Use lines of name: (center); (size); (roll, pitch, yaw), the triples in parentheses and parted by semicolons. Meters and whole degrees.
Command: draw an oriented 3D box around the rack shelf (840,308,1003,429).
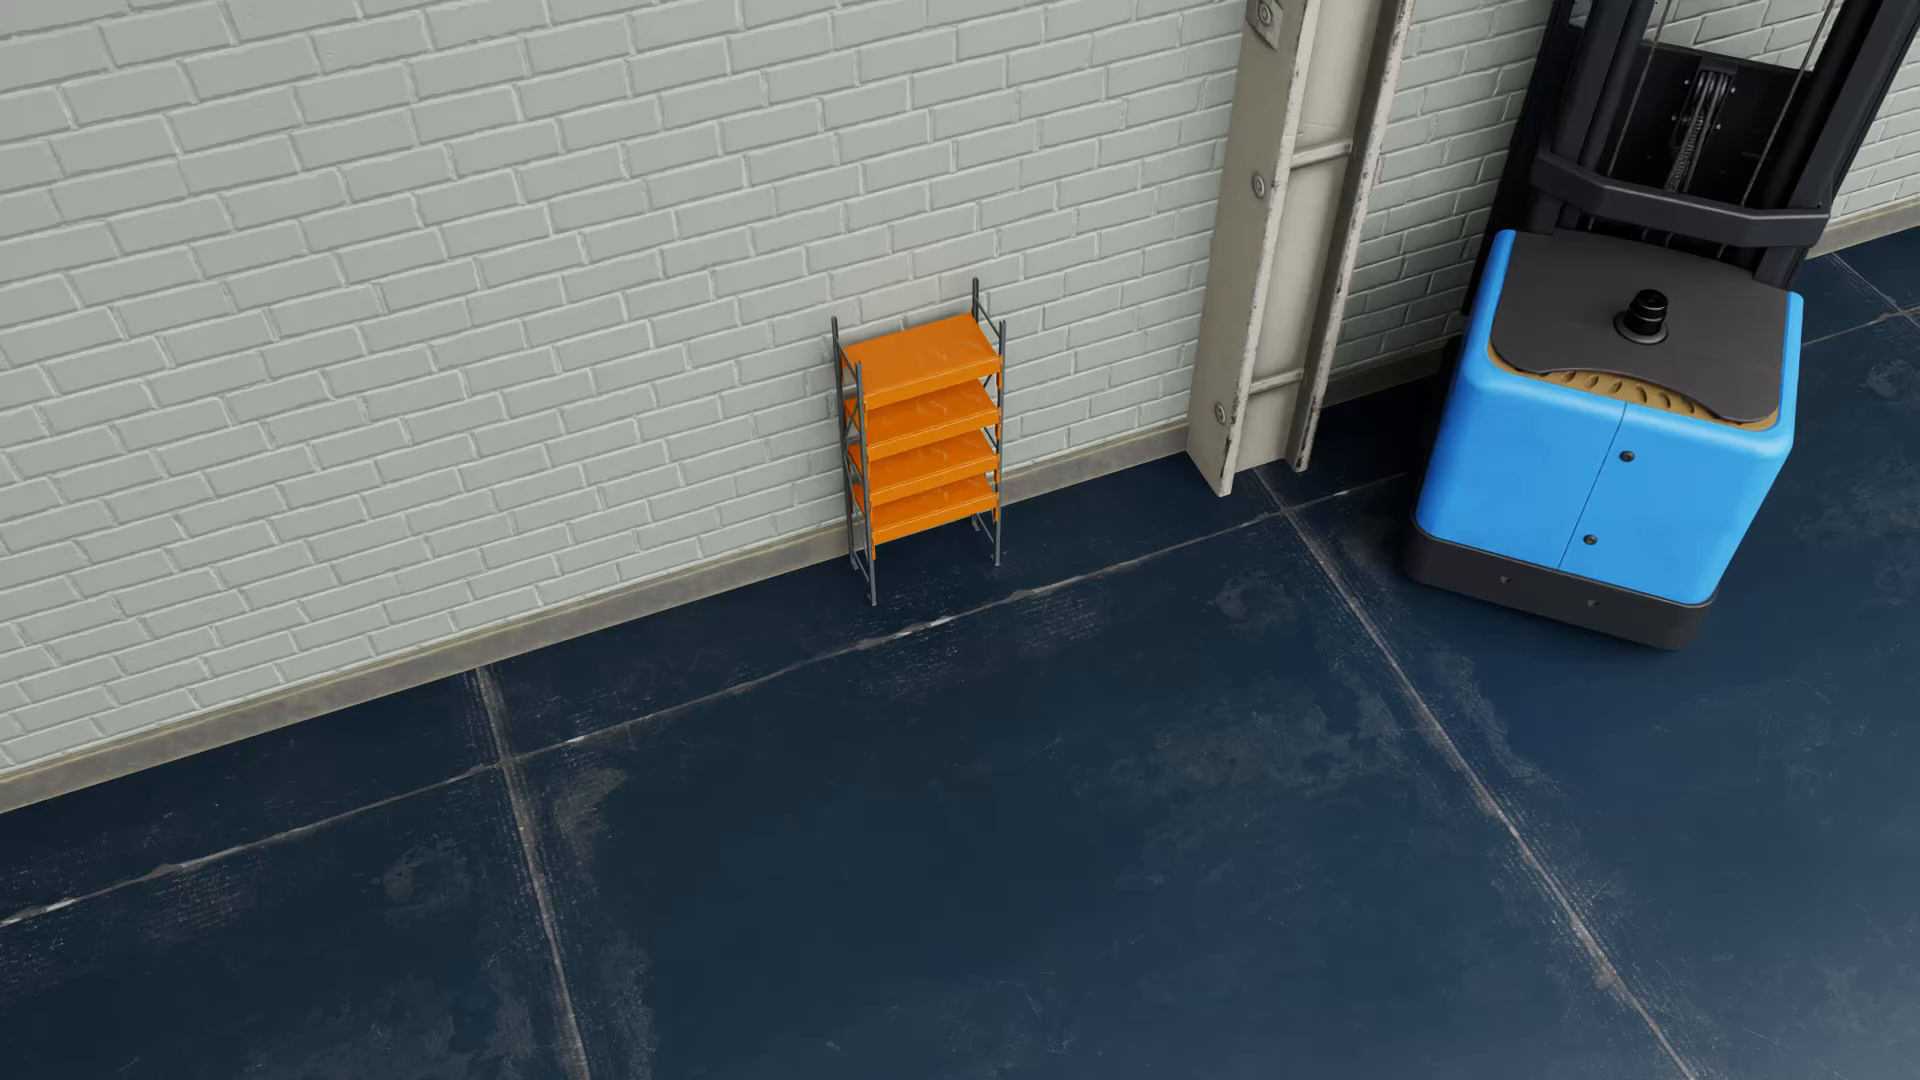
rack shelf: (-0.132, -0.563, 5.424); (0.480, 0.148, 0.258); (-18, 52, -15)

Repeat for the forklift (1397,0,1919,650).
forklift: (2.598, -1.715, 5.791); (1.130, 2.935, 3.031); (16, 51, 13)

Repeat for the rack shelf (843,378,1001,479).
rack shelf: (-0.132, -0.409, 5.604); (0.480, 0.148, 0.258); (-18, 52, -15)

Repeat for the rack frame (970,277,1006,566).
rack frame: (0.093, -0.378, 5.784); (0.015, 1.200, 0.240); (-18, 52, -15)

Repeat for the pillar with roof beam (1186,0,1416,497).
pillar with roof beam: (2.747, -0.238, 0.523); (0.400, 9.000, 9.100); (-17, 52, -14)

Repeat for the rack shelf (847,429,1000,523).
rack shelf: (-0.132, -0.263, 5.773); (0.480, 0.148, 0.258); (-18, 52, -15)

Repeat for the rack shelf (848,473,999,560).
rack shelf: (-0.132, -0.134, 5.924); (0.480, 0.148, 0.258); (-18, 52, -15)

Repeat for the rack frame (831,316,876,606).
rack frame: (-0.357, -0.235, 5.661); (0.015, 1.200, 0.240); (-18, 52, -15)

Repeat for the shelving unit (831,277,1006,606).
shelving unit: (-0.132, -0.307, 5.722); (0.503, 1.200, 0.258); (-18, 52, -15)
